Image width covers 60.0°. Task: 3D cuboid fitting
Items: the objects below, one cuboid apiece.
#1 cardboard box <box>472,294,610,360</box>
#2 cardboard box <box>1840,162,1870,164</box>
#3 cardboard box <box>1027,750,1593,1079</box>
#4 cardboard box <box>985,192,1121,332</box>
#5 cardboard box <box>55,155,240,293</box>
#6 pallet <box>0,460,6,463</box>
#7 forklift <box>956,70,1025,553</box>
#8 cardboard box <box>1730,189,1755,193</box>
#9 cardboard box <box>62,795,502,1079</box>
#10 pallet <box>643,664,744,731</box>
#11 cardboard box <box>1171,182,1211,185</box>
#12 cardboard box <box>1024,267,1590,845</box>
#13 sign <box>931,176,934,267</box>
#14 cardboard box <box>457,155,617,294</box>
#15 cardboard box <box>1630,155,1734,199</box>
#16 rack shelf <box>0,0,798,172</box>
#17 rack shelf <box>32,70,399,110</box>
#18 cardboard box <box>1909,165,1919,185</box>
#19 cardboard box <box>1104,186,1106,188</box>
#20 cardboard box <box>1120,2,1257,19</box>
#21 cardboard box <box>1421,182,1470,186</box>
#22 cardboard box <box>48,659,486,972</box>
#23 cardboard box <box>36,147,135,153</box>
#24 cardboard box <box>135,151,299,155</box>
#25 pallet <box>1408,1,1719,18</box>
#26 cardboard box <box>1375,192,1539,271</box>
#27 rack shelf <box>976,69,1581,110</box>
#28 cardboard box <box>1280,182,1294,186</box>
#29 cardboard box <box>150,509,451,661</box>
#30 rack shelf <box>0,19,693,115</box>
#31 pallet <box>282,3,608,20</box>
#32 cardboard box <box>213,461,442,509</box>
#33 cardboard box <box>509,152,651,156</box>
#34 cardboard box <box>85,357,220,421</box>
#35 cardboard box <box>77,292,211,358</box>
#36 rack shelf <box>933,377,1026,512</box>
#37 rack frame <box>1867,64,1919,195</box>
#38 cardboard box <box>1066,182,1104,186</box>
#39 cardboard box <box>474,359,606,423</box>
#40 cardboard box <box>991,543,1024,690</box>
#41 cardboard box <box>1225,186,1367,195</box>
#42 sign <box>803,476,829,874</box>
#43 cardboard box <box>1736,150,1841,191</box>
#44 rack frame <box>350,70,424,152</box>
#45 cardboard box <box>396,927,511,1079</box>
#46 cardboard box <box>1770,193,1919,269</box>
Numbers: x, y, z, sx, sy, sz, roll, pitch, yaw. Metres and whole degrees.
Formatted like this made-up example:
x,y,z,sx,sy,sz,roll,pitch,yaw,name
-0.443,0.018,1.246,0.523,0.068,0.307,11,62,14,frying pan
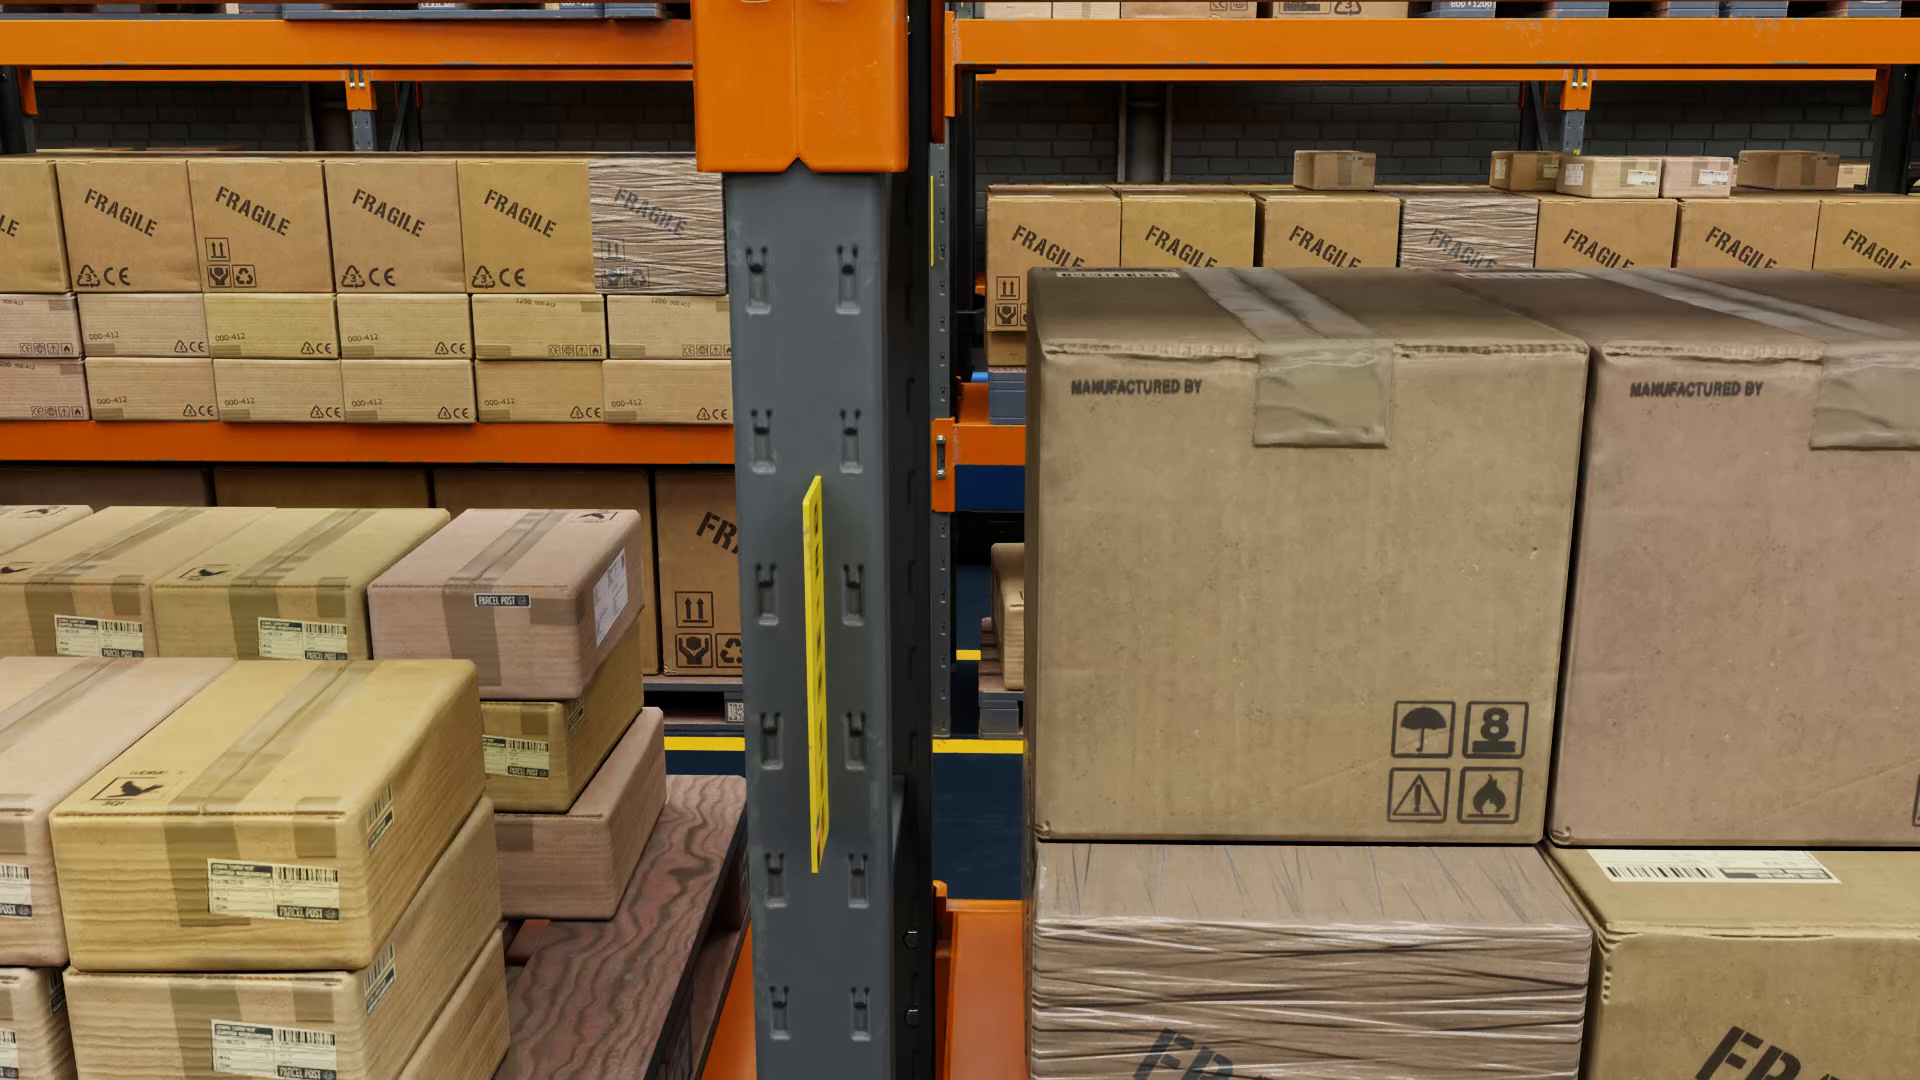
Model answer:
x,y,z,sx,sy,sz,roll,pitch,yaw,name
-1.607,-0.874,6.587,0.500,0.250,0.500,0,15,0,cardboard box
6.153,-2.560,11.611,0.250,0.149,0.380,0,15,2,cardboard box
0.325,0.521,1.791,0.500,0.500,0.500,1,15,2,cardboard box
0.352,-1.099,6.524,0.500,0.500,0.500,0,15,0,cardboard box
-3.149,-1.251,6.547,0.500,0.500,0.500,0,15,1,cardboard box
-7.093,-0.730,12.194,1.213,0.211,1.003,0,15,1,pallet
-0.630,-1.422,9.485,3.031,2.935,1.130,0,15,2,forklift
2.945,-1.214,6.961,0.500,0.500,0.500,0,15,2,cardboard box
-0.623,0.385,1.588,0.250,0.149,0.380,1,15,3,cardboard box
-0.878,0.558,7.311,1.213,0.211,1.003,0,15,1,pallet
1.641,-2.467,11.844,0.250,0.149,0.380,0,15,0,cardboard box
0.331,-0.029,1.915,0.500,0.500,0.700,0,15,1,cardboard box
-0.103,-1.184,6.179,0.005,0.325,0.100,0,15,1,sign
-1.625,-1.241,6.506,0.500,0.500,0.500,0,15,1,cardboard box
2.750,-1.395,6.375,0.250,0.149,0.380,0,15,0,cardboard box
-2.116,-0.618,1.834,4.000,0.370,1.077,0,15,1,rack shelf
-5.967,-3.173,11.518,4.000,0.370,1.077,0,15,1,rack shelf
6.387,-2.417,11.070,0.250,0.149,0.380,1,15,3,cardboard box
0.867,-2.320,11.286,0.250,0.149,0.380,1,15,3,cardboard box
0.856,-2.256,6.435,0.500,0.500,0.700,0,15,1,cardboard box
3.417,-2.440,11.740,0.250,0.149,0.380,0,15,0,cardboard box
-0.619,0.242,1.547,0.250,0.149,0.380,0,15,-1,cardboard box
-6.020,-2.436,11.436,0.500,0.500,0.500,1,15,3,cardboard box
-3.120,-1.383,7.048,0.500,0.500,0.500,1,15,3,cardboard box
2.256,-2.137,6.546,1.003,0.211,1.213,0,15,1,pallet
1.904,-1.091,6.491,0.500,0.500,0.500,0,15,-1,cardboard box
2.031,-3.121,11.321,4.000,0.370,1.077,0,15,1,rack shelf
2.411,-2.446,11.765,0.250,0.149,0.380,0,15,1,cardboard box
-0.843,0.074,2.181,0.250,0.149,0.380,0,15,0,cardboard box
-2.091,-1.881,6.622,4.000,0.370,1.077,0,15,1,rack shelf
-1.855,-2.122,6.494,1.213,0.211,1.003,1,15,4,pallet
-2.565,0.020,7.227,0.875,0.875,0.875,1,15,3,cardboard box
-1.591,-1.371,7.002,0.500,0.500,0.500,1,15,3,cardboard box
-3.140,-0.646,6.704,0.500,0.250,0.500,0,15,0,cardboard box
-3.136,-0.890,6.648,0.500,0.250,0.500,1,15,2,cardboard box
1.908,-0.405,6.905,4.000,0.370,1.077,0,15,1,rack shelf
3.907,-0.740,6.764,0.127,3.000,1.000,0,15,1,rack frame
0.883,-2.453,11.789,0.250,0.149,0.380,0,15,1,cardboard box
-1.618,-0.637,6.669,0.500,0.250,0.500,0,15,1,cardboard box
0.473,0.308,7.121,0.625,0.372,0.950,-1,15,-2,cardboard box
1.392,-1.226,7.003,0.500,0.500,0.500,-1,15,-2,cardboard box
-0.122,0.114,1.414,0.005,0.325,0.100,0,15,1,sign
3.446,-1.542,6.931,0.250,0.149,0.380,0,15,1,cardboard box
-3.967,-2.058,11.760,0.127,3.000,1.000,0,15,1,rack frame
-0.622,0.530,1.622,0.250,0.149,0.380,1,15,2,cardboard box
3.439,-1.080,6.450,0.500,0.500,0.500,0,15,0,cardboard box
